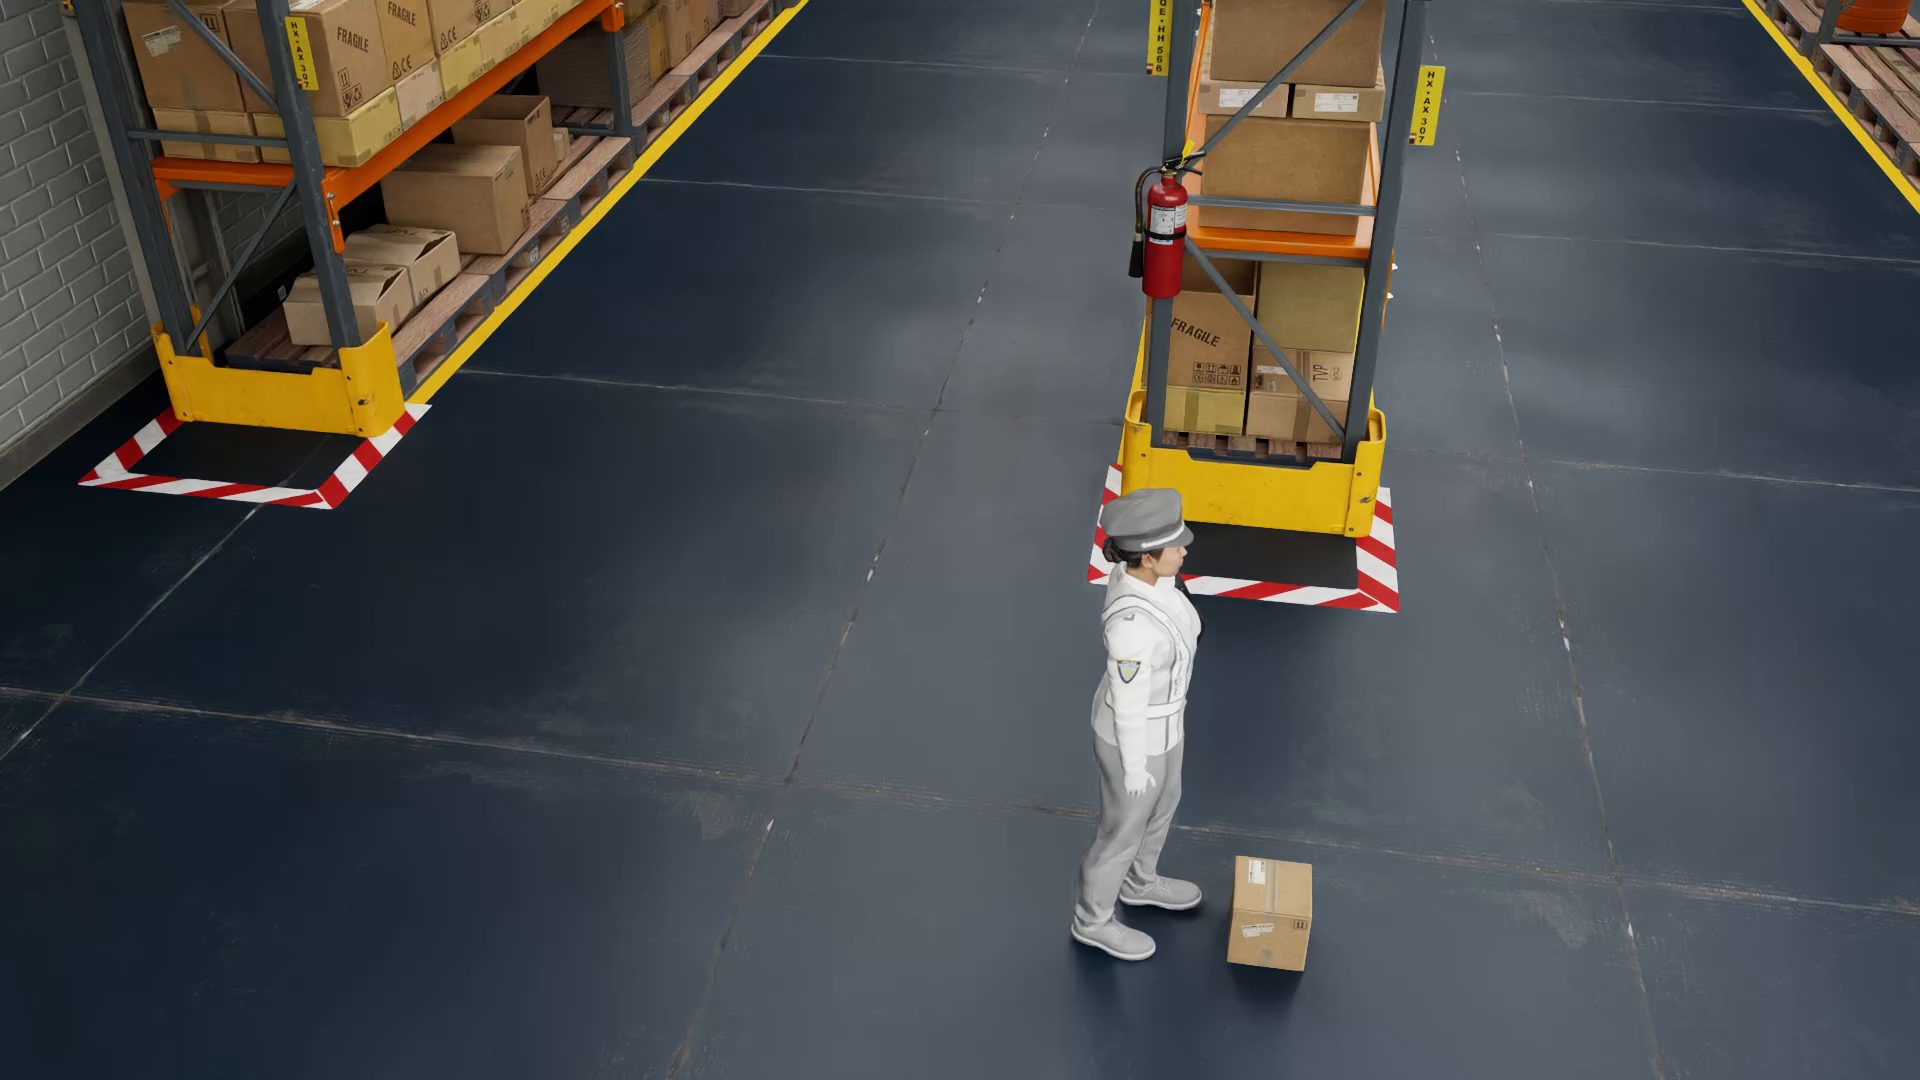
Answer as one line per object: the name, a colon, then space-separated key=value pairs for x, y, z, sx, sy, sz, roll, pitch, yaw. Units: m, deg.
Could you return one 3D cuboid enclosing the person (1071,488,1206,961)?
person: x=0.602 y=0.586 z=5.207 sx=0.422 sy=1.681 sz=0.482 roll=6 pitch=33 yaw=9
